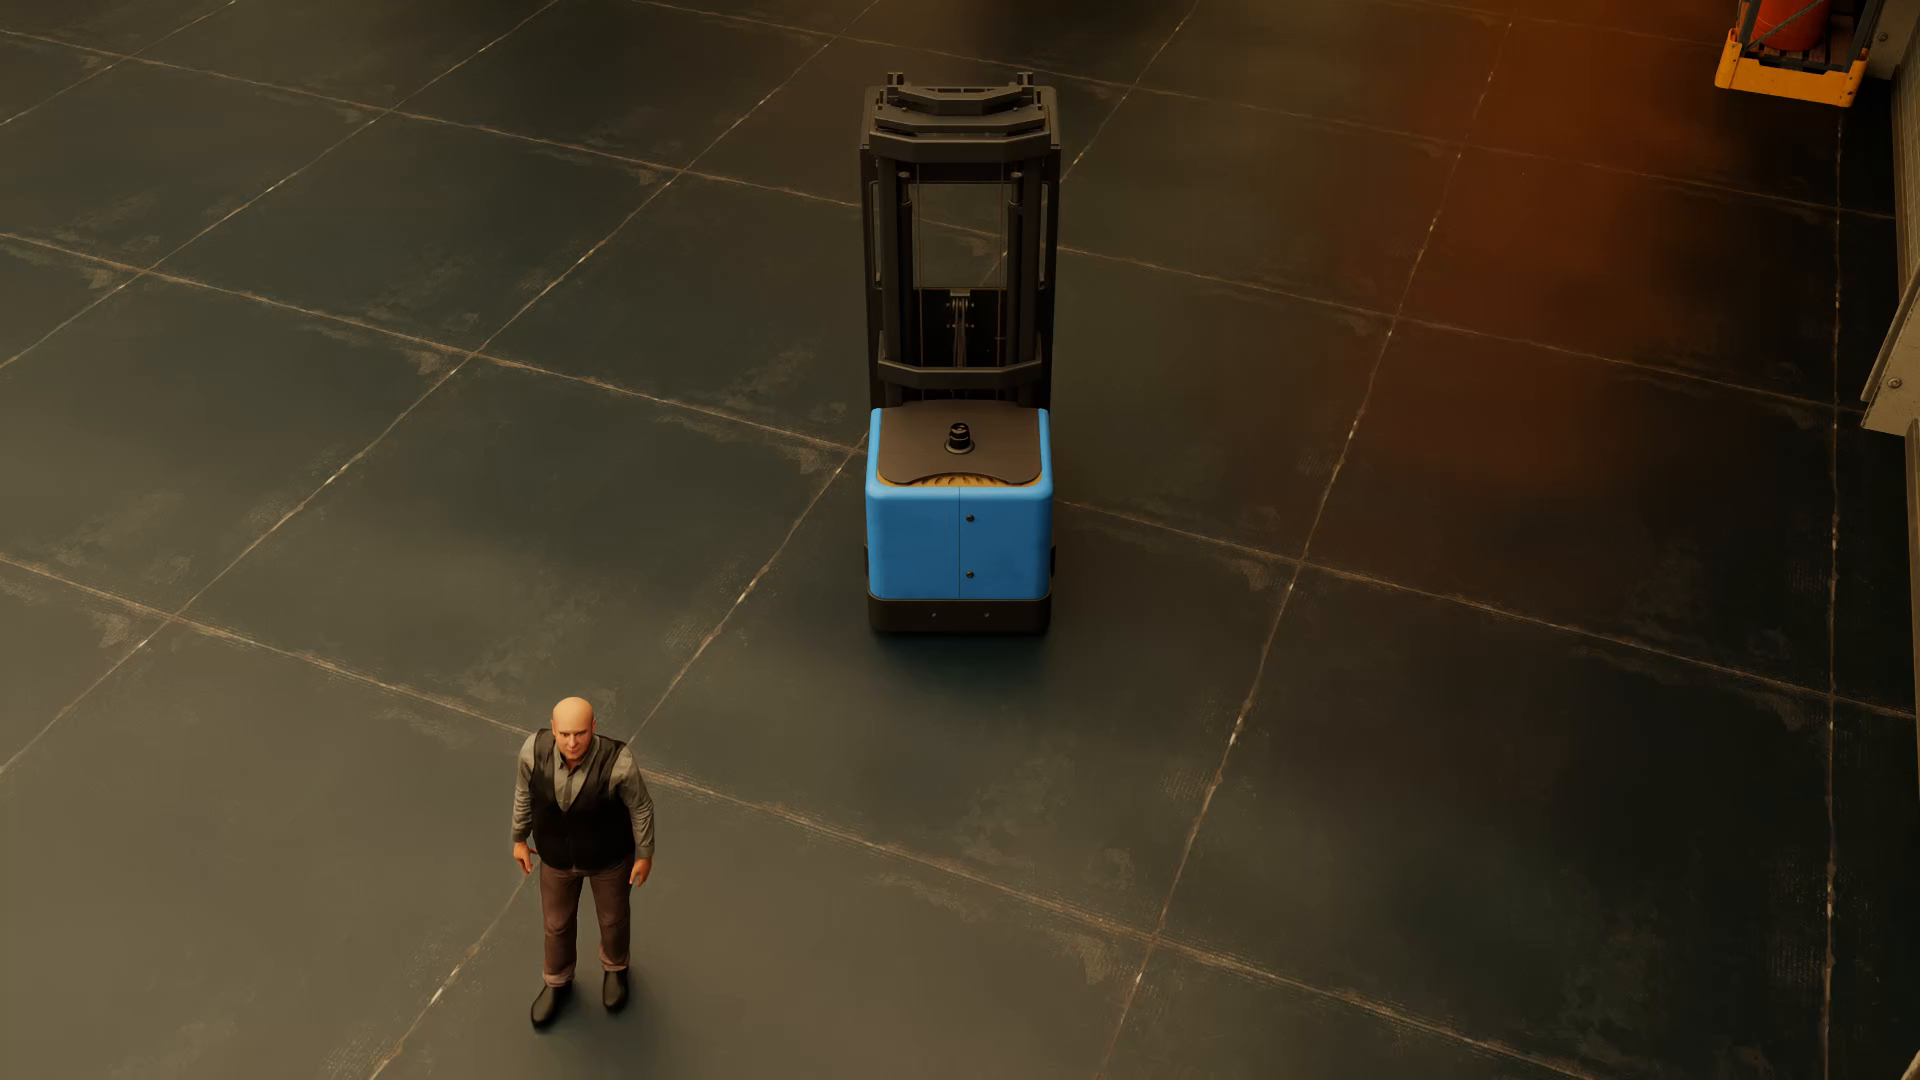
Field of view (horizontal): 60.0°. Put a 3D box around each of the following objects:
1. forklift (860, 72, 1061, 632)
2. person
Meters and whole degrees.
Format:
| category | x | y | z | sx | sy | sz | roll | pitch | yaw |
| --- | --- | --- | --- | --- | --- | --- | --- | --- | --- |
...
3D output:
| category | x | y | z | sx | sy | sz | roll | pitch | yaw |
| --- | --- | --- | --- | --- | --- | --- | --- | --- | --- |
| forklift | 0.002 | -1.515 | 9.816 | 1.130 | 2.935 | 3.031 | 0 | 40 | 0 |
| person | -1.648 | 1.409 | 7.254 | 0.631 | 1.720 | 0.568 | 3 | 40 | 4 |
